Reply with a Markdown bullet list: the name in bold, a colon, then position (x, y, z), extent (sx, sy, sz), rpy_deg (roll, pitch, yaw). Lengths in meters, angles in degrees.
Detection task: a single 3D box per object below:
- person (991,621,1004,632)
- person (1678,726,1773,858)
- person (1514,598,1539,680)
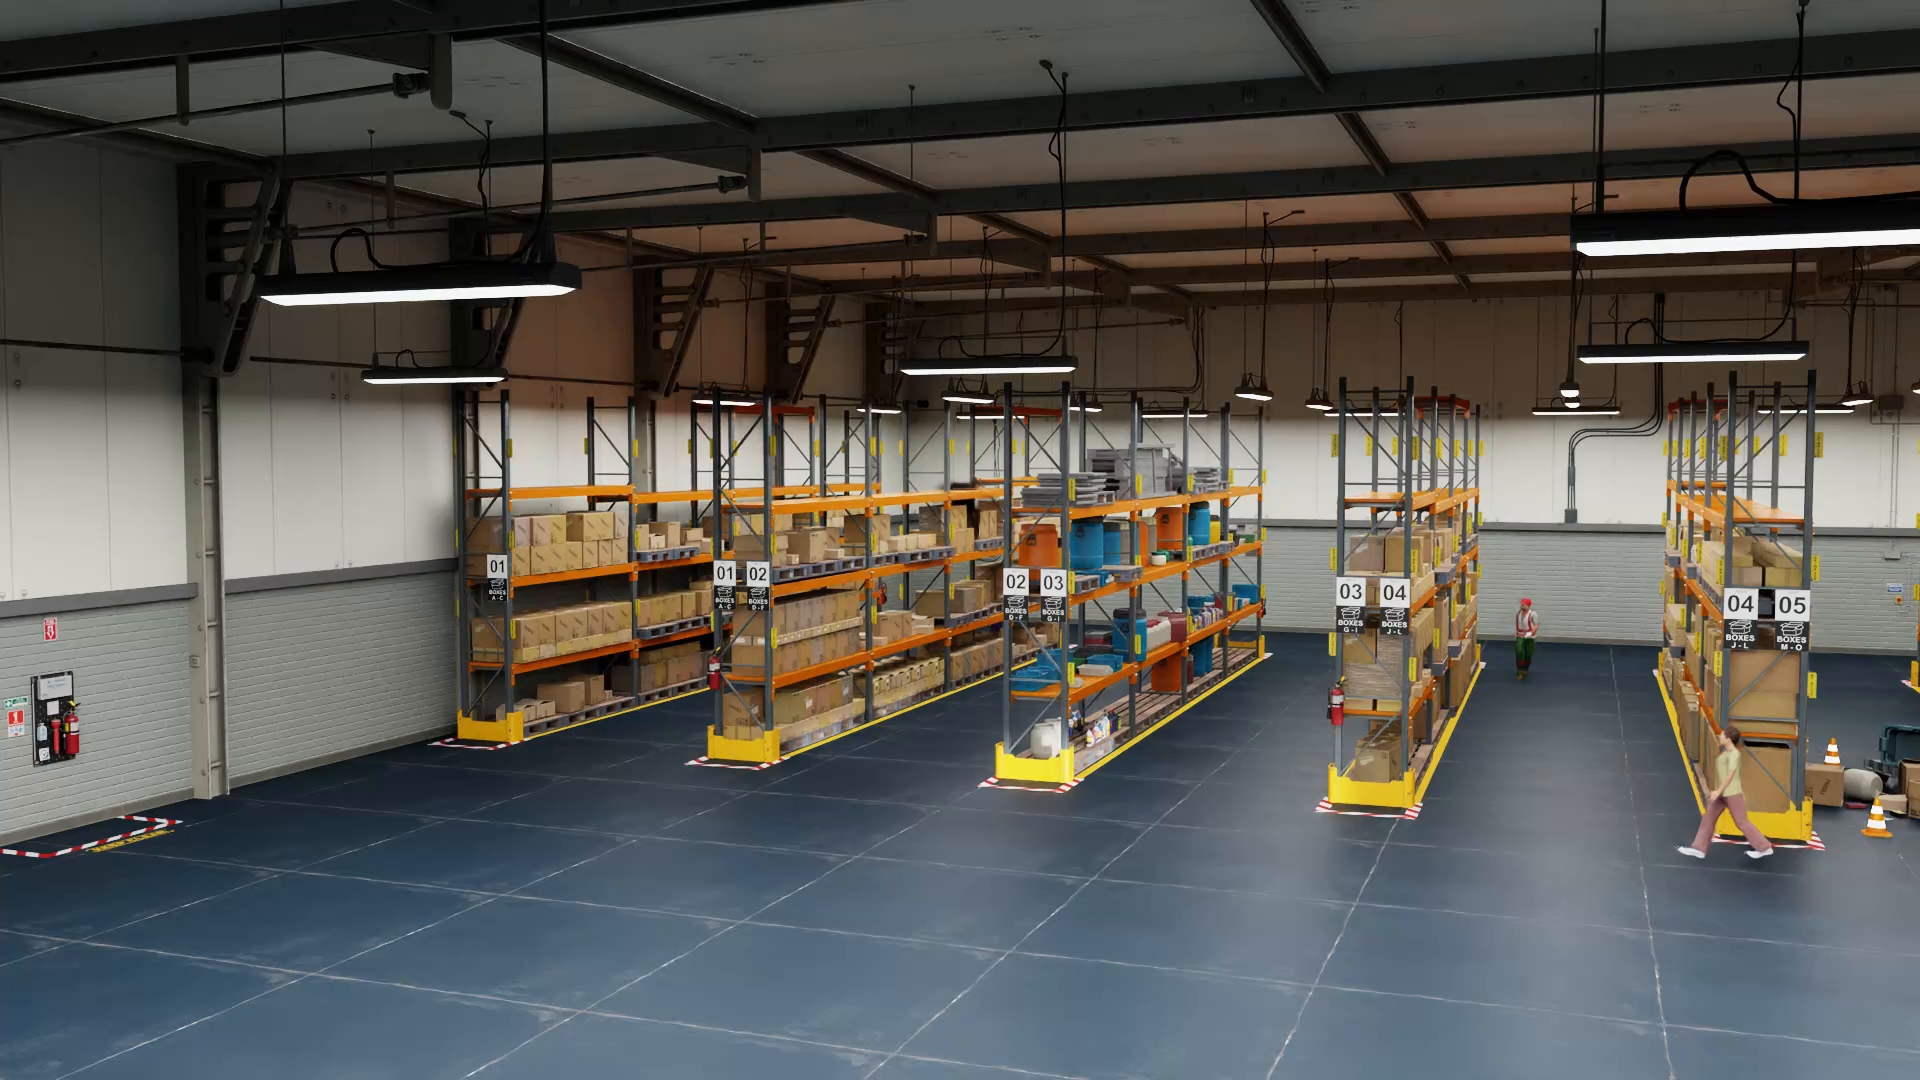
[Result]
- **person**: position (0.989, 1.823, 42.888), extent (0.489, 1.631, 0.379), rpy_deg (-2, 4, -31)
- **person**: position (9.315, 3.073, 20.167), extent (1.024, 1.630, 0.418), rpy_deg (0, 3, 2)
- **person**: position (12.373, 2.166, 36.294), extent (0.497, 1.812, 0.882), rpy_deg (1, 3, 22)
